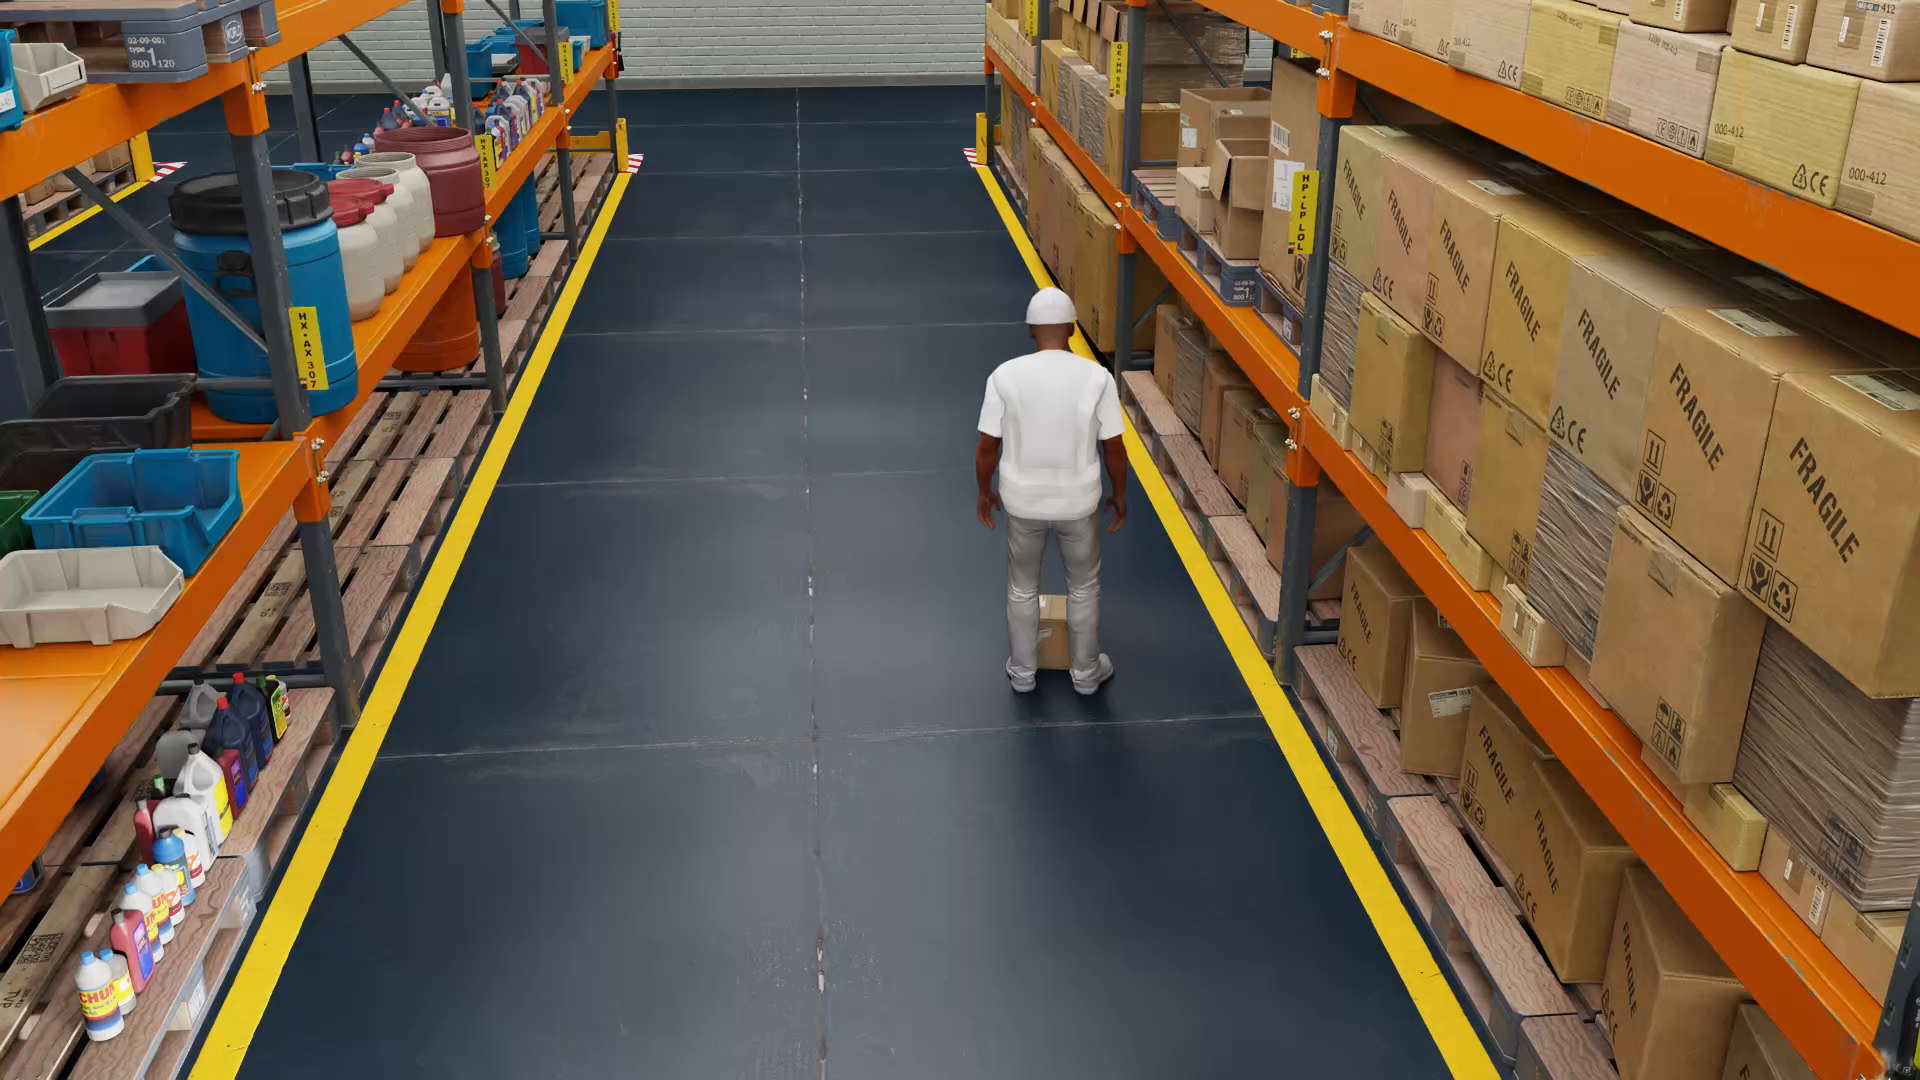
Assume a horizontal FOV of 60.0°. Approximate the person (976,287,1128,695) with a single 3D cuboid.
[{"bbox_3d":[0.387,-0.188,7.008,0.636,1.760,0.462,3,24,6],"label":"person"}]
